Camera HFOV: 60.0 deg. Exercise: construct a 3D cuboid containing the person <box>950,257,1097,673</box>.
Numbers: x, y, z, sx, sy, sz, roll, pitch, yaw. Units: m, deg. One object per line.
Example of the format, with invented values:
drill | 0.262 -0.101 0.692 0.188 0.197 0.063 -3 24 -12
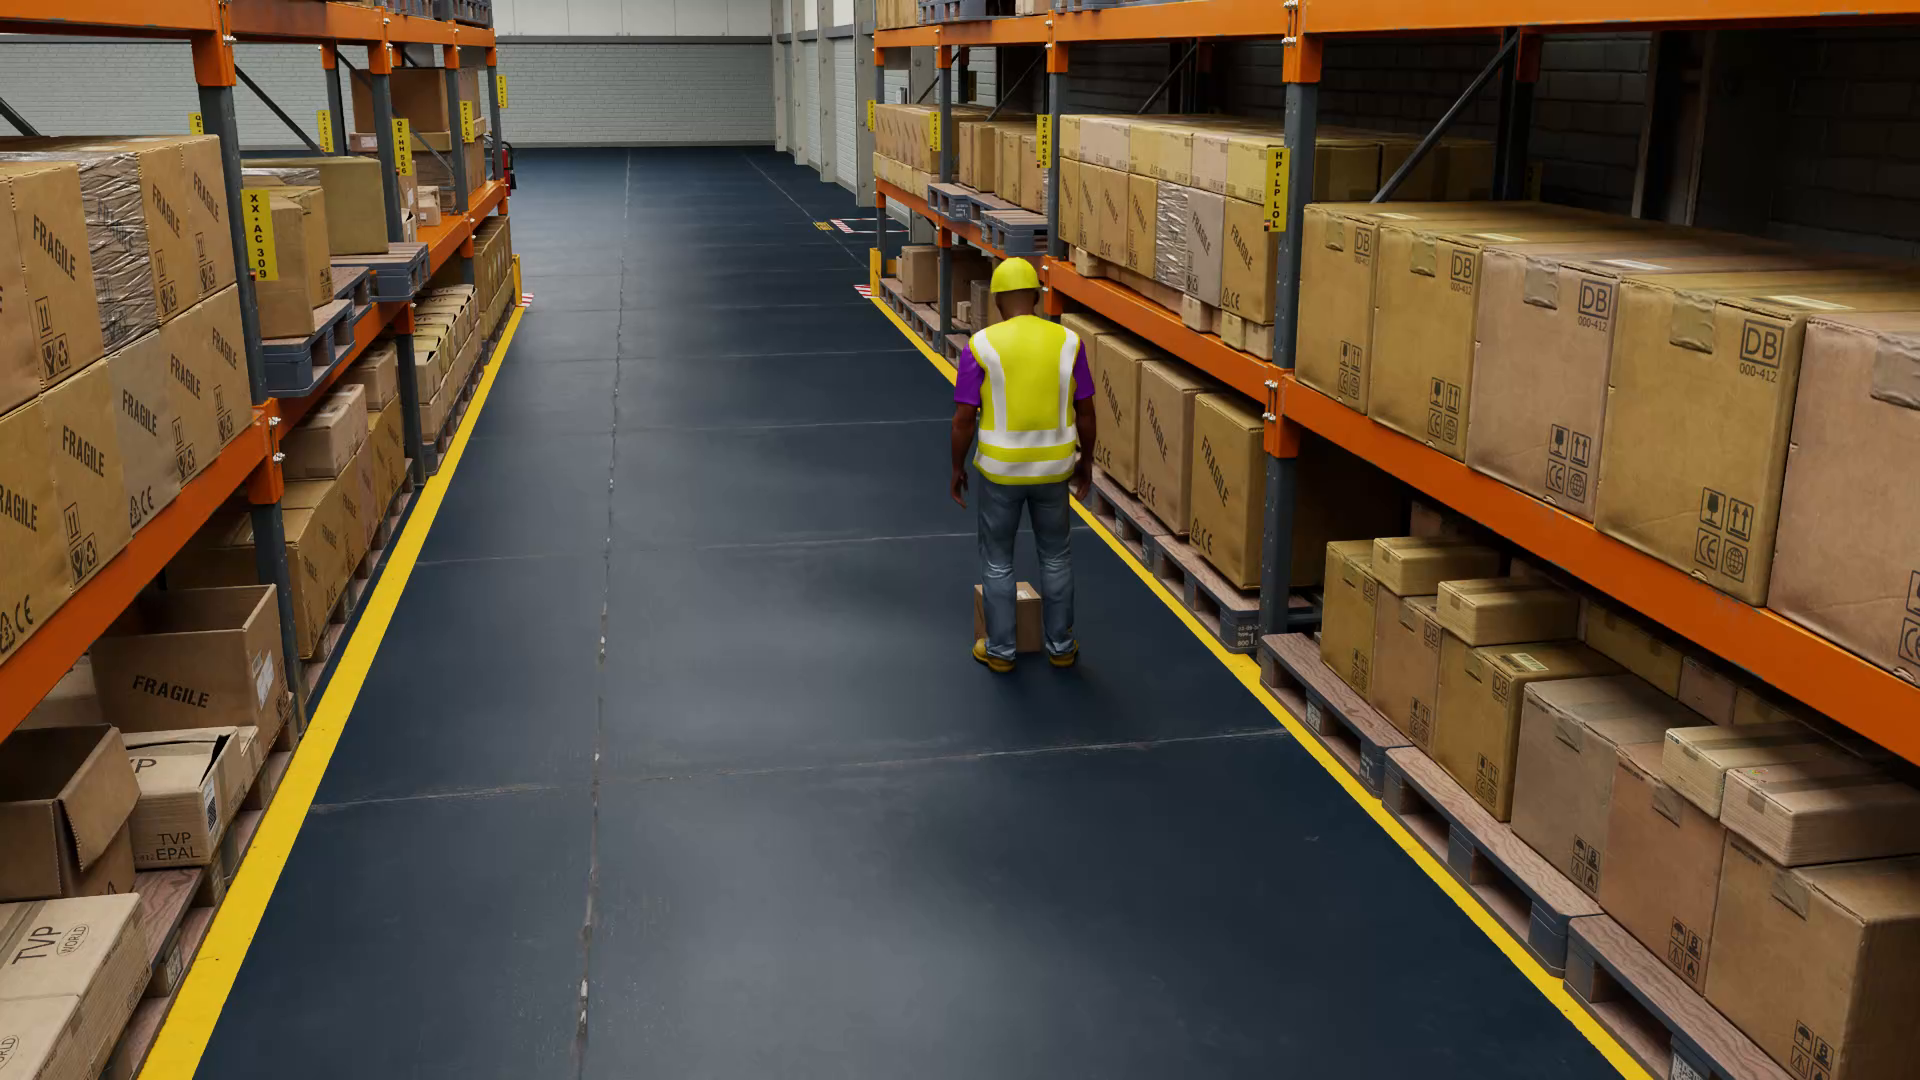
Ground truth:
person | 0.264 -0.312 7.073 0.631 1.760 0.463 -3 17 -11
